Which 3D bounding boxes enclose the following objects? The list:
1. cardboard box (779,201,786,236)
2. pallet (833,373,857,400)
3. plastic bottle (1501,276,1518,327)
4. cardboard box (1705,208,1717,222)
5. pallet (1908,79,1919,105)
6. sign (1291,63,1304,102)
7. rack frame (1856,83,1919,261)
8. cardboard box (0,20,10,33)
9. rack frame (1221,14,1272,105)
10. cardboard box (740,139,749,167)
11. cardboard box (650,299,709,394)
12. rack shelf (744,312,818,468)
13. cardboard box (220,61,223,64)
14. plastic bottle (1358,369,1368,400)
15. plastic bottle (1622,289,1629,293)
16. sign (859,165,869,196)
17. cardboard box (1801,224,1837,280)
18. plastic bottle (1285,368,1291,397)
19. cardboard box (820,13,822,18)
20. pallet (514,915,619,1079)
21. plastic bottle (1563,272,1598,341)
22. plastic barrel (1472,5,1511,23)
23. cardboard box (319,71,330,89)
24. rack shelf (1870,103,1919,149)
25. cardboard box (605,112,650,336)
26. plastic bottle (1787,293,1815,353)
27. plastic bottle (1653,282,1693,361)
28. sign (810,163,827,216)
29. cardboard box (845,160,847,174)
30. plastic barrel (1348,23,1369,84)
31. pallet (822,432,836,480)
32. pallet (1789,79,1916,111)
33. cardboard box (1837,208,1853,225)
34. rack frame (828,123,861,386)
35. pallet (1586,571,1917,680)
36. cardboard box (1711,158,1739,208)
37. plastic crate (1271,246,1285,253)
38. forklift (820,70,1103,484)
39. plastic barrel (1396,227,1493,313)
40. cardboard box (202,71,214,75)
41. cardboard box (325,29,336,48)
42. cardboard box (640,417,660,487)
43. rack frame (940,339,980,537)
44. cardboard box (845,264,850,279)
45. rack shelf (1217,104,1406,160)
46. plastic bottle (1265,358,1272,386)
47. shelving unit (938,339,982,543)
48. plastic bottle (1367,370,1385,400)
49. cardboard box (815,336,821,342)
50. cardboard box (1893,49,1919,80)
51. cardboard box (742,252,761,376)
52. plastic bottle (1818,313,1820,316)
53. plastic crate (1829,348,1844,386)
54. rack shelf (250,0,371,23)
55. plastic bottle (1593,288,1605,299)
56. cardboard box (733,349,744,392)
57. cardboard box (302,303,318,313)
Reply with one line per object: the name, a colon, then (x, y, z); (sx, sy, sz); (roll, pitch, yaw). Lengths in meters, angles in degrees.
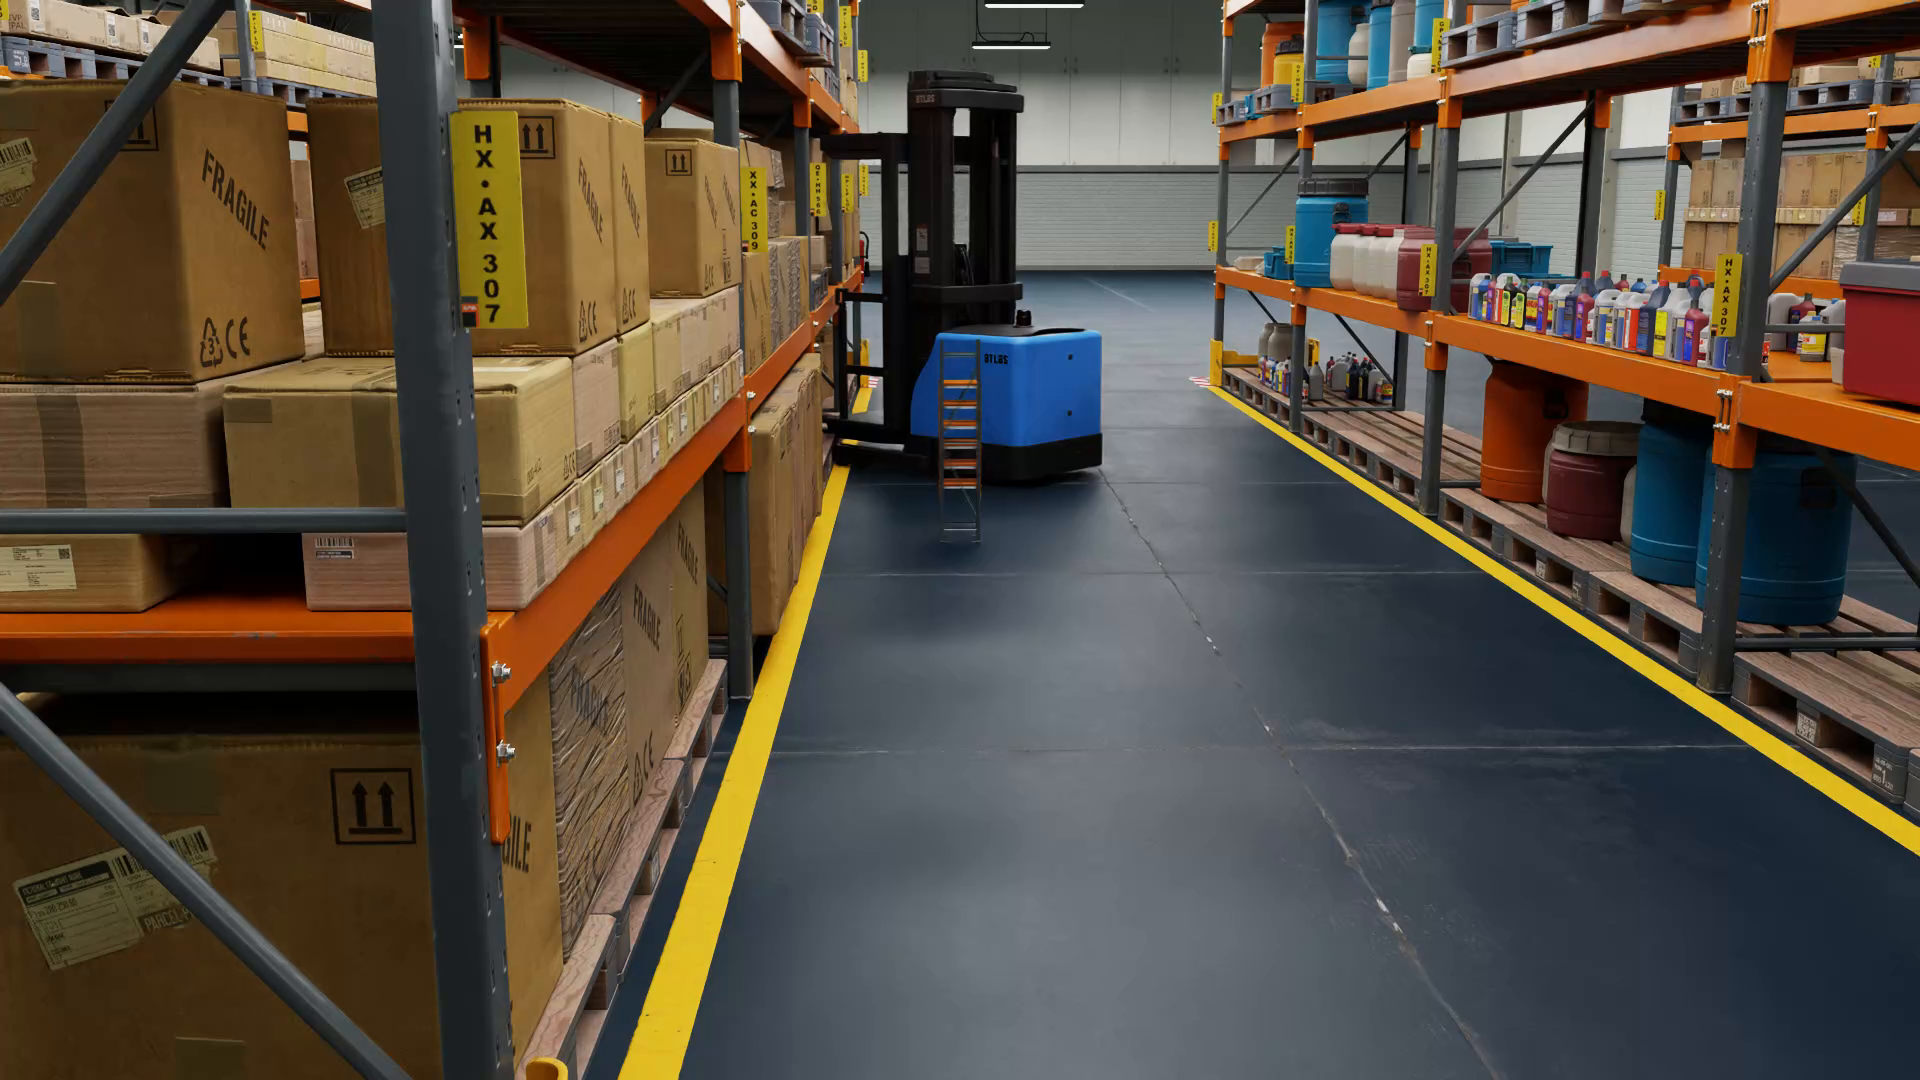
cardboard box: (-1.601, -2.086, 11.487); (0.700, 0.500, 0.500); (1, 12, 7)
pallet: (-1.621, -1.660, 17.710); (1.003, 0.211, 1.213); (0, 11, -1)
plastic bottle: (3.166, -1.370, 9.561); (0.061, 0.283, 0.133); (0, 11, -1)
cardboard box: (8.105, -3.429, 17.535); (0.380, 0.149, 0.250); (0, 11, -1)
pallet: (8.414, -3.649, 13.439); (0.805, 0.209, 1.217); (-1, 11, -3)
sign: (2.881, -3.903, 14.186); (0.100, 0.325, 0.005); (0, 11, -1)
rack frame: (8.383, -2.448, 14.582); (1.000, 3.000, 0.127); (0, 11, -1)
cardboard box: (-6.246, -3.282, 10.470); (0.380, 0.149, 0.250); (-1, 11, -3)
rack frame: (3.348, -6.164, 17.808); (1.000, 3.000, 0.127); (0, 11, -1)
cardboard box: (-1.380, -1.622, 7.735); (0.797, 0.503, 0.637); (0, 11, -1)
cardboard box: (-1.060, -0.599, 5.097); (0.500, 0.250, 0.500); (0, 11, 0)
rack shelf: (-1.397, -0.863, 8.577); (1.077, 0.370, 4.000); (0, 11, -1)
cardboard box: (-6.749, -4.302, 14.496); (0.500, 0.250, 0.500); (0, 11, -2)
plastic bottle: (3.722, -1.442, 15.346); (0.061, 0.283, 0.133); (0, 11, -1)
plastic bottle: (3.937, -1.388, 9.858); (0.097, 0.201, 0.097); (0, 11, 0)
sign: (-1.048, -3.924, 18.149); (0.100, 0.325, 0.005); (0, 11, -1)
cardboard box: (8.350, -2.690, 15.523); (0.700, 0.500, 0.500); (0, 11, -2)
plastic bottle: (3.125, -1.511, 15.518); (0.144, 0.351, 0.185); (-1, 11, -4)
cardboard box: (-1.215, -3.672, 11.563); (0.500, 0.500, 0.500); (-1, 11, -3)
pallet: (-1.368, 1.185, 3.686); (1.003, 0.211, 1.213); (0, 11, -1)
plastic bottle: (3.227, -1.214, 8.625); (0.144, 0.351, 0.185); (0, 11, -1)
plastic barrel: (3.714, -3.513, 11.027); (0.600, 0.901, 0.600); (0, 11, 0)
cardboard box: (-6.178, -4.337, 15.670); (0.380, 0.149, 0.250); (0, 11, -1)
rack shelf: (8.425, -3.168, 12.395); (1.077, 0.370, 4.000); (0, 11, -1)
cardboard box: (-1.040, -0.761, 4.011); (0.500, 0.500, 0.500); (-1, 11, -3)
plastic bottle: (3.997, -1.032, 7.896); (0.061, 0.283, 0.133); (0, 11, -1)
plastic bottle: (3.250, -0.995, 7.545); (0.144, 0.351, 0.185); (0, 11, -1)
sign: (-0.884, -2.183, 10.365); (0.100, 0.325, 0.005); (0, 11, -1)
cardboard box: (-1.288, -3.283, 15.182); (0.500, 0.500, 0.500); (0, 11, -1)
plastic barrel: (3.618, -4.246, 14.560); (0.421, 0.512, 0.421); (0, 11, 0)
pallet: (-1.475, -0.644, 12.701); (1.003, 0.211, 1.213); (0, 11, -1)
pallet: (8.340, -4.044, 15.128); (1.003, 0.211, 1.213); (0, 11, -1)
cardboard box: (8.160, -2.917, 15.012); (0.380, 0.149, 0.250); (0, 11, -2)
rack frame: (-1.604, -3.203, 18.304); (1.000, 3.000, 0.127); (0, 11, -1)
pallet: (3.622, 0.375, 7.681); (1.003, 0.211, 1.213); (0, 11, -1)
cardboard box: (8.315, -3.720, 17.337); (0.700, 0.500, 0.500); (-1, 11, -3)
plastic crate: (3.658, -3.052, 17.935); (0.499, 0.251, 0.616); (0, 11, -1)
forklift: (-0.372, -2.058, 12.829); (3.031, 2.935, 1.130); (10, 15, 40)
plastic barrel: (3.201, -1.791, 11.001); (0.600, 0.536, 0.708); (0, 11, -1)
cardboard box: (-6.815, -4.131, 14.656); (0.380, 0.149, 0.250); (0, 11, 0)
cardboard box: (-6.181, -4.777, 15.833); (0.380, 0.149, 0.250); (0, 11, -1)
cardboard box: (-0.979, -0.227, 4.266); (0.380, 0.149, 0.250); (0, 11, -2)
rack frame: (-0.002, -0.609, 10.044); (0.240, 1.200, 0.006); (0, 11, -1)
cardboard box: (-1.228, -2.528, 15.607); (0.380, 0.149, 0.250); (0, 11, -1)
rack shelf: (3.390, -3.944, 16.218); (1.077, 0.370, 4.000); (0, 11, -1)
plastic bottle: (3.081, -1.672, 16.513); (0.097, 0.271, 0.097); (0, 11, 0)
shelving unit: (0.000, -0.591, 9.954); (0.258, 1.200, 0.189); (0, 11, -1)
plastic bottle: (3.829, -1.439, 15.350); (0.152, 0.276, 0.135); (0, 11, 1)
cardboard box: (-1.600, -1.705, 16.152); (0.500, 0.500, 0.500); (-1, 12, -6)
cardboard box: (8.636, -4.343, 14.717); (0.500, 0.500, 0.500); (1, 11, 4)
cardboard box: (-1.115, -0.959, 6.992); (0.500, 0.500, 0.500); (0, 11, -1)
plastic bottle: (3.983, -0.950, 7.696); (0.097, 0.201, 0.097); (0, 11, 0)
plastic crate: (3.463, -0.645, 6.208); (0.396, 0.136, 0.243); (0, 11, -1)
rack shelf: (-6.523, -5.197, 15.858); (1.077, 0.370, 4.000); (0, 11, -1)
plastic bottle: (3.268, -1.148, 8.495); (0.097, 0.271, 0.097); (0, 11, 0)
cardboard box: (-1.022, -0.636, 6.279); (0.380, 0.149, 0.250); (0, 11, -1)
cardboard box: (-6.425, -1.698, 15.171); (0.875, 0.875, 0.875); (0, 11, 0)
